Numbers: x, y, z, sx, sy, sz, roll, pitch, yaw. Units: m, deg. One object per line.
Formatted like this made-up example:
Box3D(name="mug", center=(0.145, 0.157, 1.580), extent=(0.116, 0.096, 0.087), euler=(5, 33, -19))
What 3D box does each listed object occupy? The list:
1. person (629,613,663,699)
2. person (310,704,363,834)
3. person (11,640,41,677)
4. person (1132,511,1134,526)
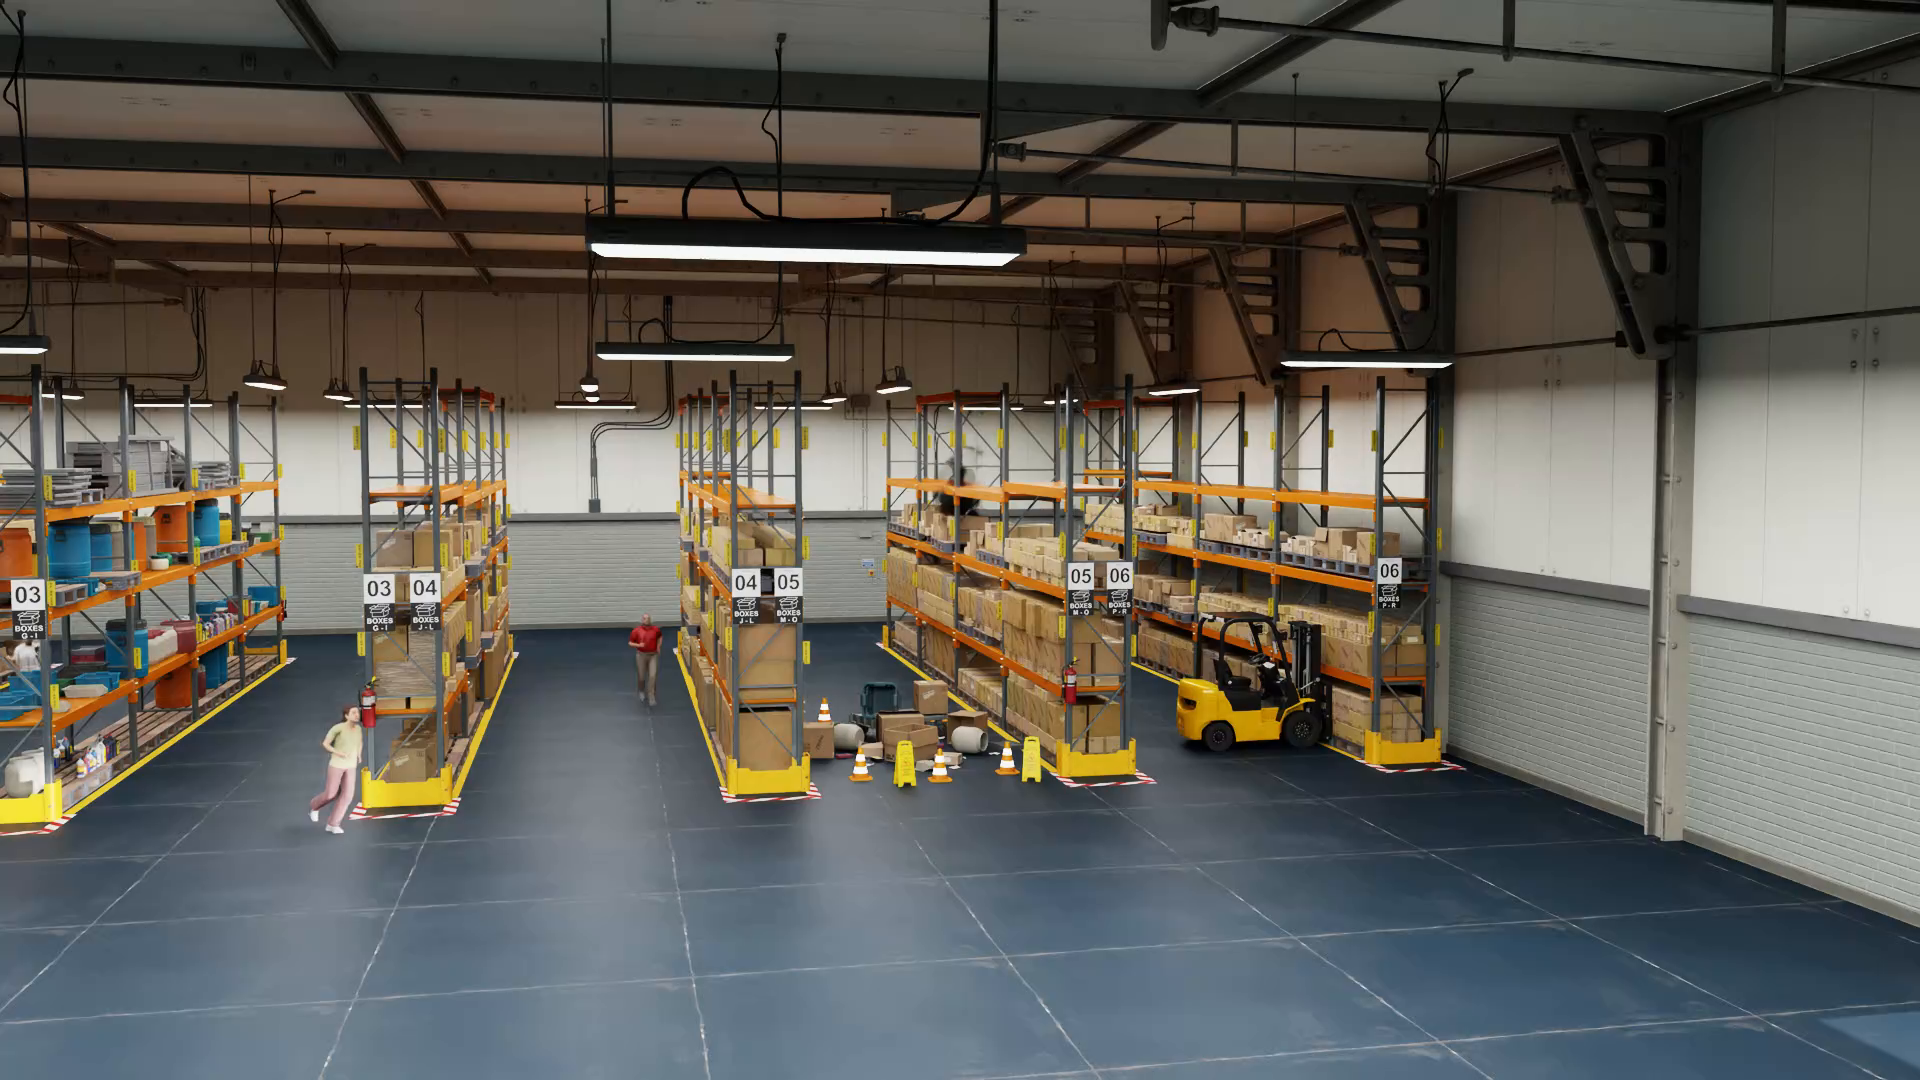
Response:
Box3D(name="person", center=(-5.927, 2.194, 31.442), extent=(0.670, 1.620, 0.787), euler=(-1, 4, -18))
Box3D(name="person", center=(-7.997, 2.923, 21.528), extent=(0.822, 1.605, 0.636), euler=(3, 5, 42))
Box3D(name="person", center=(-16.515, 2.407, 29.536), extent=(0.579, 1.692, 0.851), euler=(-2, 4, -25))
Box3D(name="person", center=(-4.098, 1.254, 27.604), extent=(9.459, 2.620, 23.720), euler=(1, 4, 17))
